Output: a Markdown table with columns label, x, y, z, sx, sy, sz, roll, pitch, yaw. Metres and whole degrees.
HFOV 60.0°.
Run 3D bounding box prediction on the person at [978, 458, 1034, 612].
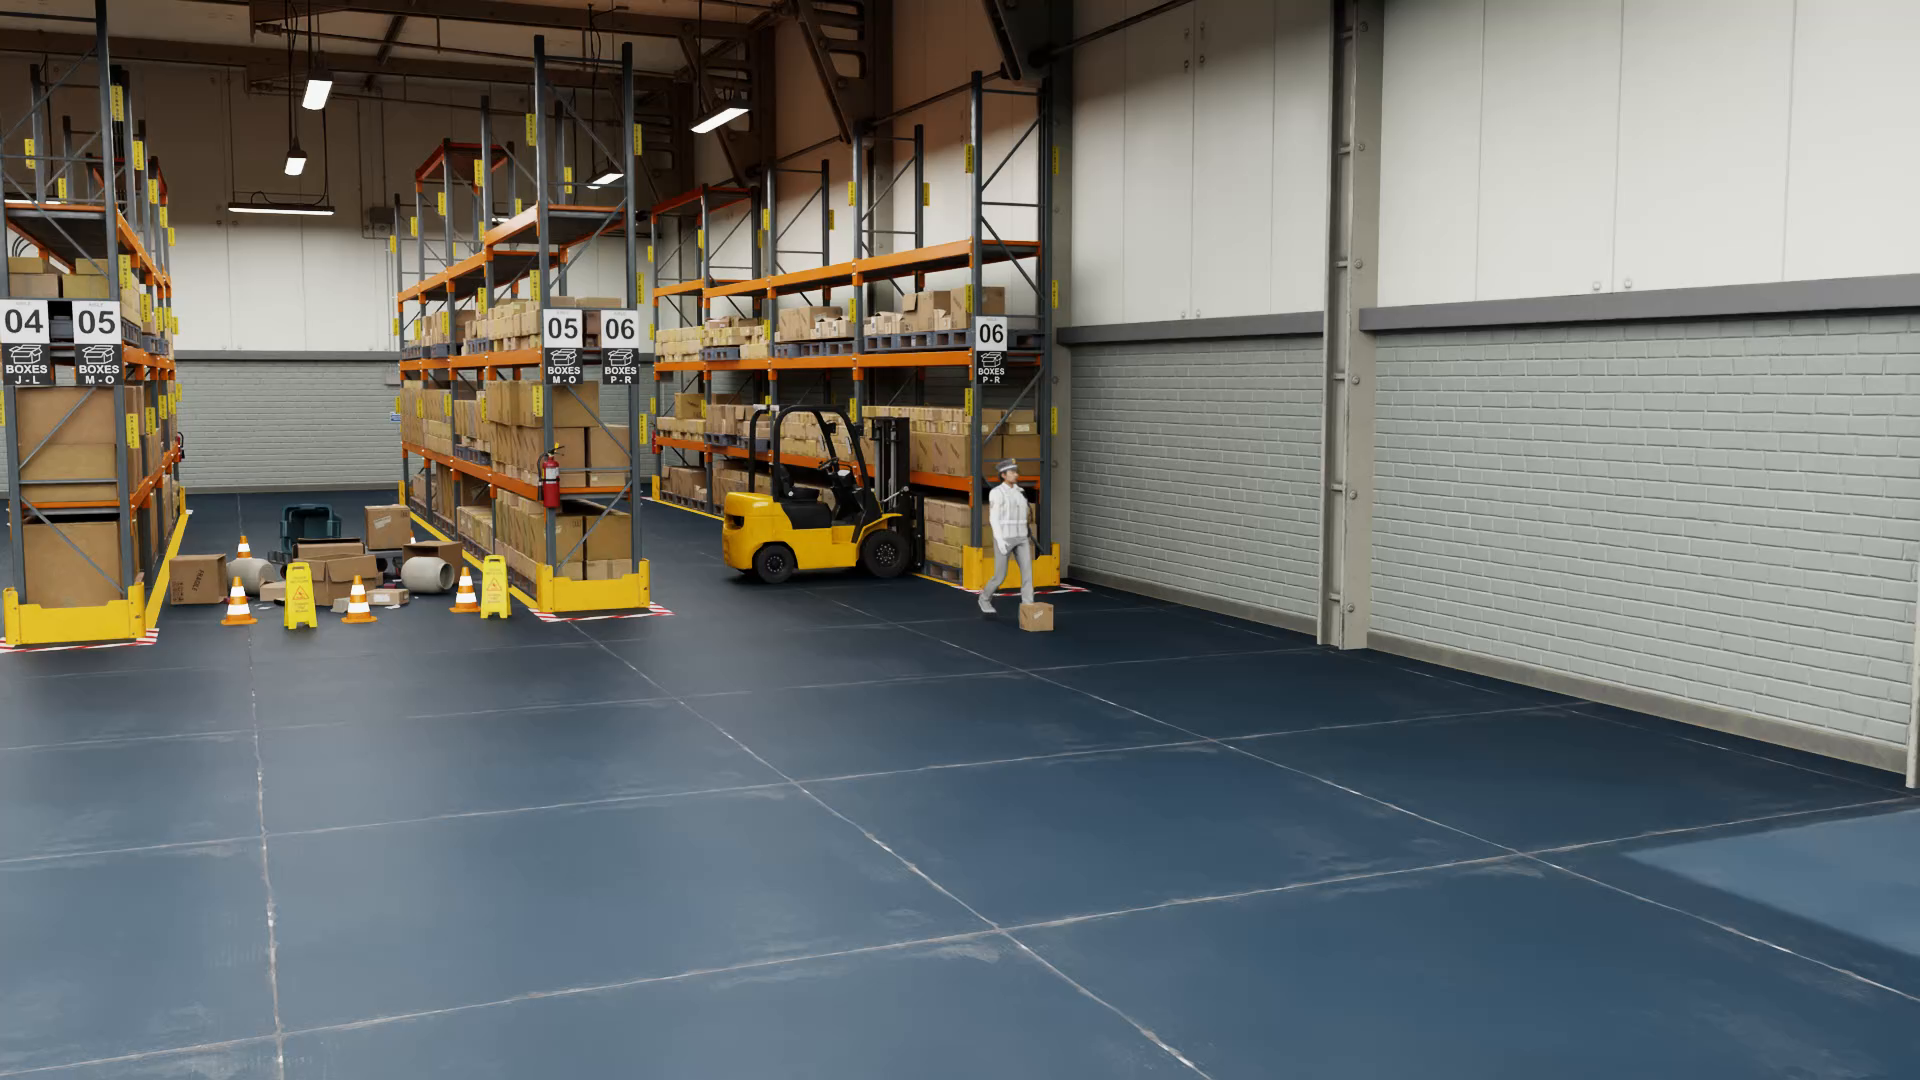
| label | x | y | z | sx | sy | sz | roll | pitch | yaw |
| --- | --- | --- | --- | --- | --- | --- | --- | --- | --- |
| person | 0.536 | -0.005 | 16.846 | 0.496 | 1.657 | 0.843 | -3 | 6 | -30 |
